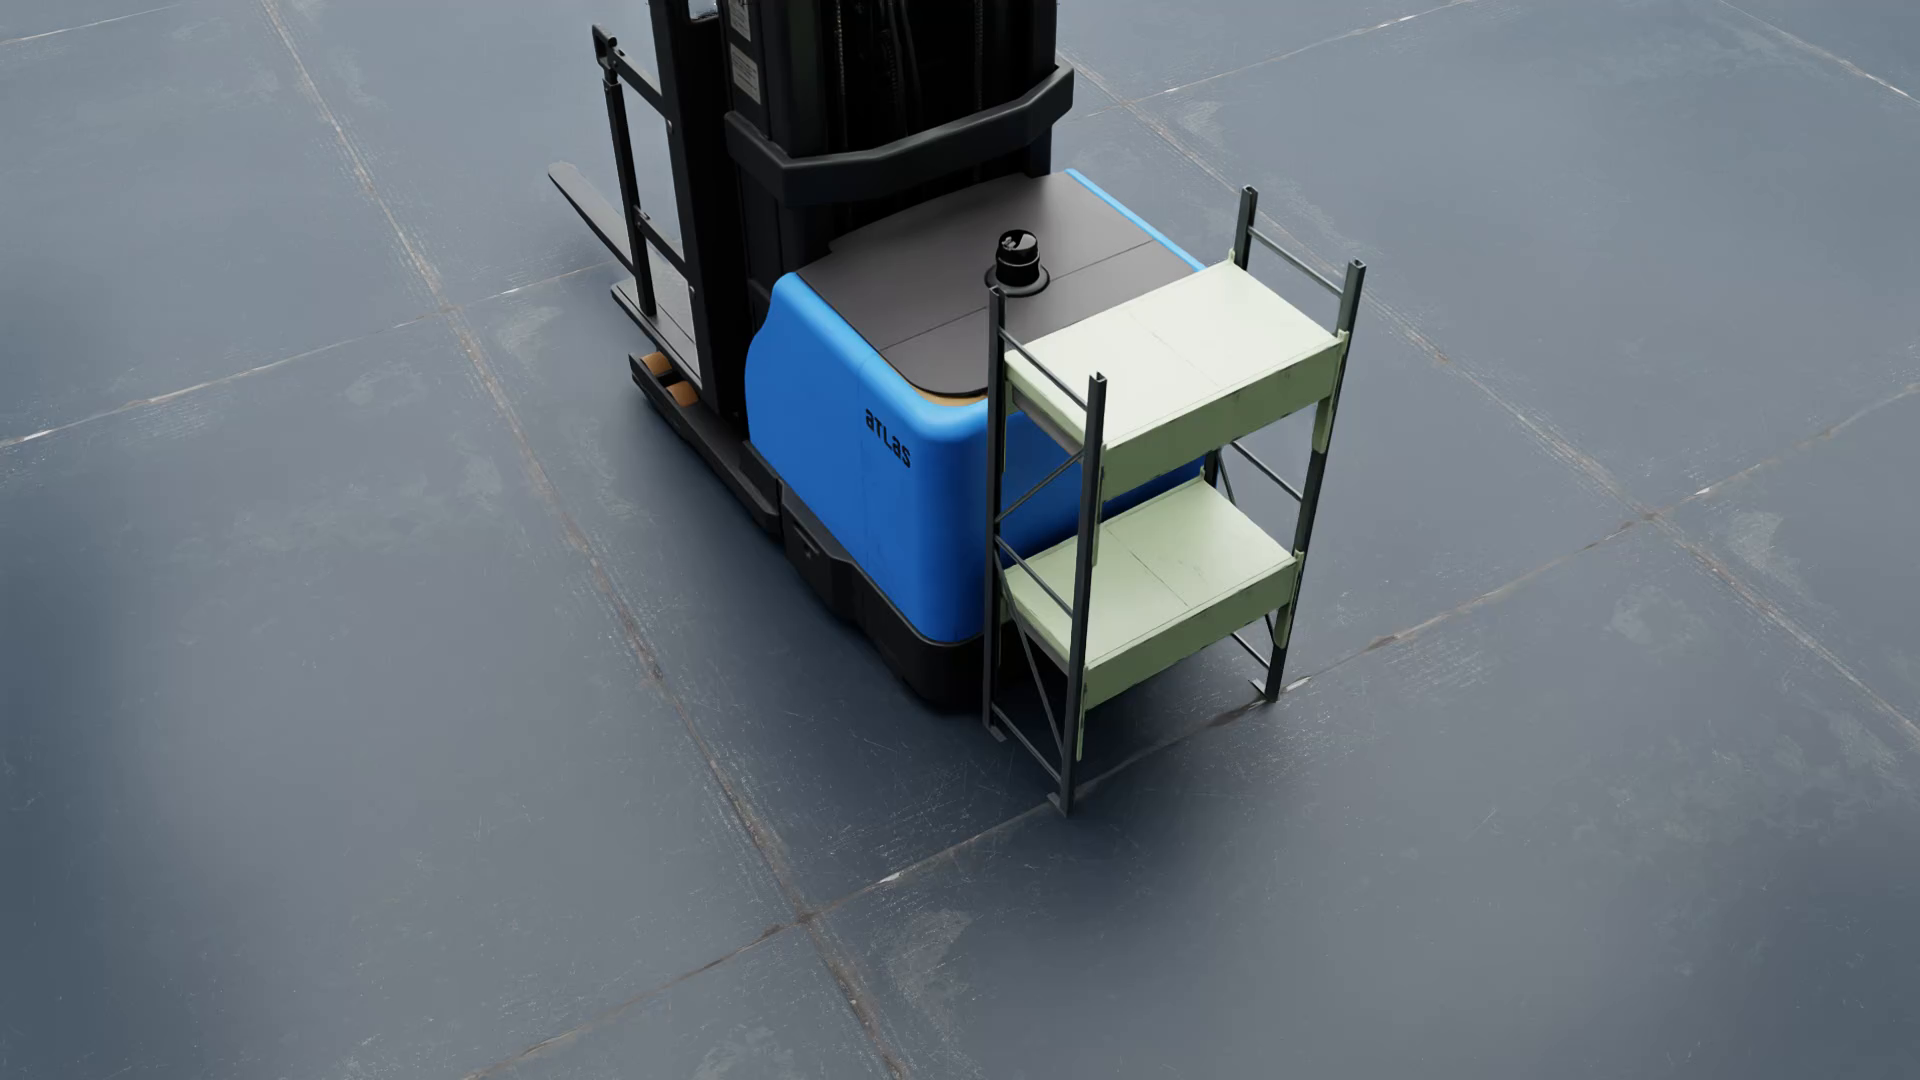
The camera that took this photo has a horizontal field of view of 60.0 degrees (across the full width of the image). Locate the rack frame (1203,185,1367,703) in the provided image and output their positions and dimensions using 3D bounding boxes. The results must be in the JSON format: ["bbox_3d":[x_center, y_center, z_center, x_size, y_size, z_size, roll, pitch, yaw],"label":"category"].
[{"bbox_3d":[0.792,-0.191,4.369,0.023,1.500,0.400,-25,50,-24],"label":"rack frame"}]

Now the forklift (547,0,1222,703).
[{"bbox_3d":[-0.473,-1.590,4.784,1.130,2.935,3.031,-25,49,-24],"label":"forklift"}]

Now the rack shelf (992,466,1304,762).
[{"bbox_3d":[0.488,0.185,4.450,0.720,0.370,0.431,-25,50,-24],"label":"rack shelf"}]

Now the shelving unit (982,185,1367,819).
[{"bbox_3d":[0.488,-0.049,4.223,0.755,1.500,0.431,-25,50,-24],"label":"shelving unit"}]

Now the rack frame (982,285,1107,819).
[{"bbox_3d":[0.184,0.094,4.076,0.023,1.500,0.400,-25,50,-24],"label":"rack frame"}]

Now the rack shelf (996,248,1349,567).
[{"bbox_3d":[0.488,-0.328,3.951,0.720,0.370,0.431,-25,50,-24],"label":"rack shelf"}]
